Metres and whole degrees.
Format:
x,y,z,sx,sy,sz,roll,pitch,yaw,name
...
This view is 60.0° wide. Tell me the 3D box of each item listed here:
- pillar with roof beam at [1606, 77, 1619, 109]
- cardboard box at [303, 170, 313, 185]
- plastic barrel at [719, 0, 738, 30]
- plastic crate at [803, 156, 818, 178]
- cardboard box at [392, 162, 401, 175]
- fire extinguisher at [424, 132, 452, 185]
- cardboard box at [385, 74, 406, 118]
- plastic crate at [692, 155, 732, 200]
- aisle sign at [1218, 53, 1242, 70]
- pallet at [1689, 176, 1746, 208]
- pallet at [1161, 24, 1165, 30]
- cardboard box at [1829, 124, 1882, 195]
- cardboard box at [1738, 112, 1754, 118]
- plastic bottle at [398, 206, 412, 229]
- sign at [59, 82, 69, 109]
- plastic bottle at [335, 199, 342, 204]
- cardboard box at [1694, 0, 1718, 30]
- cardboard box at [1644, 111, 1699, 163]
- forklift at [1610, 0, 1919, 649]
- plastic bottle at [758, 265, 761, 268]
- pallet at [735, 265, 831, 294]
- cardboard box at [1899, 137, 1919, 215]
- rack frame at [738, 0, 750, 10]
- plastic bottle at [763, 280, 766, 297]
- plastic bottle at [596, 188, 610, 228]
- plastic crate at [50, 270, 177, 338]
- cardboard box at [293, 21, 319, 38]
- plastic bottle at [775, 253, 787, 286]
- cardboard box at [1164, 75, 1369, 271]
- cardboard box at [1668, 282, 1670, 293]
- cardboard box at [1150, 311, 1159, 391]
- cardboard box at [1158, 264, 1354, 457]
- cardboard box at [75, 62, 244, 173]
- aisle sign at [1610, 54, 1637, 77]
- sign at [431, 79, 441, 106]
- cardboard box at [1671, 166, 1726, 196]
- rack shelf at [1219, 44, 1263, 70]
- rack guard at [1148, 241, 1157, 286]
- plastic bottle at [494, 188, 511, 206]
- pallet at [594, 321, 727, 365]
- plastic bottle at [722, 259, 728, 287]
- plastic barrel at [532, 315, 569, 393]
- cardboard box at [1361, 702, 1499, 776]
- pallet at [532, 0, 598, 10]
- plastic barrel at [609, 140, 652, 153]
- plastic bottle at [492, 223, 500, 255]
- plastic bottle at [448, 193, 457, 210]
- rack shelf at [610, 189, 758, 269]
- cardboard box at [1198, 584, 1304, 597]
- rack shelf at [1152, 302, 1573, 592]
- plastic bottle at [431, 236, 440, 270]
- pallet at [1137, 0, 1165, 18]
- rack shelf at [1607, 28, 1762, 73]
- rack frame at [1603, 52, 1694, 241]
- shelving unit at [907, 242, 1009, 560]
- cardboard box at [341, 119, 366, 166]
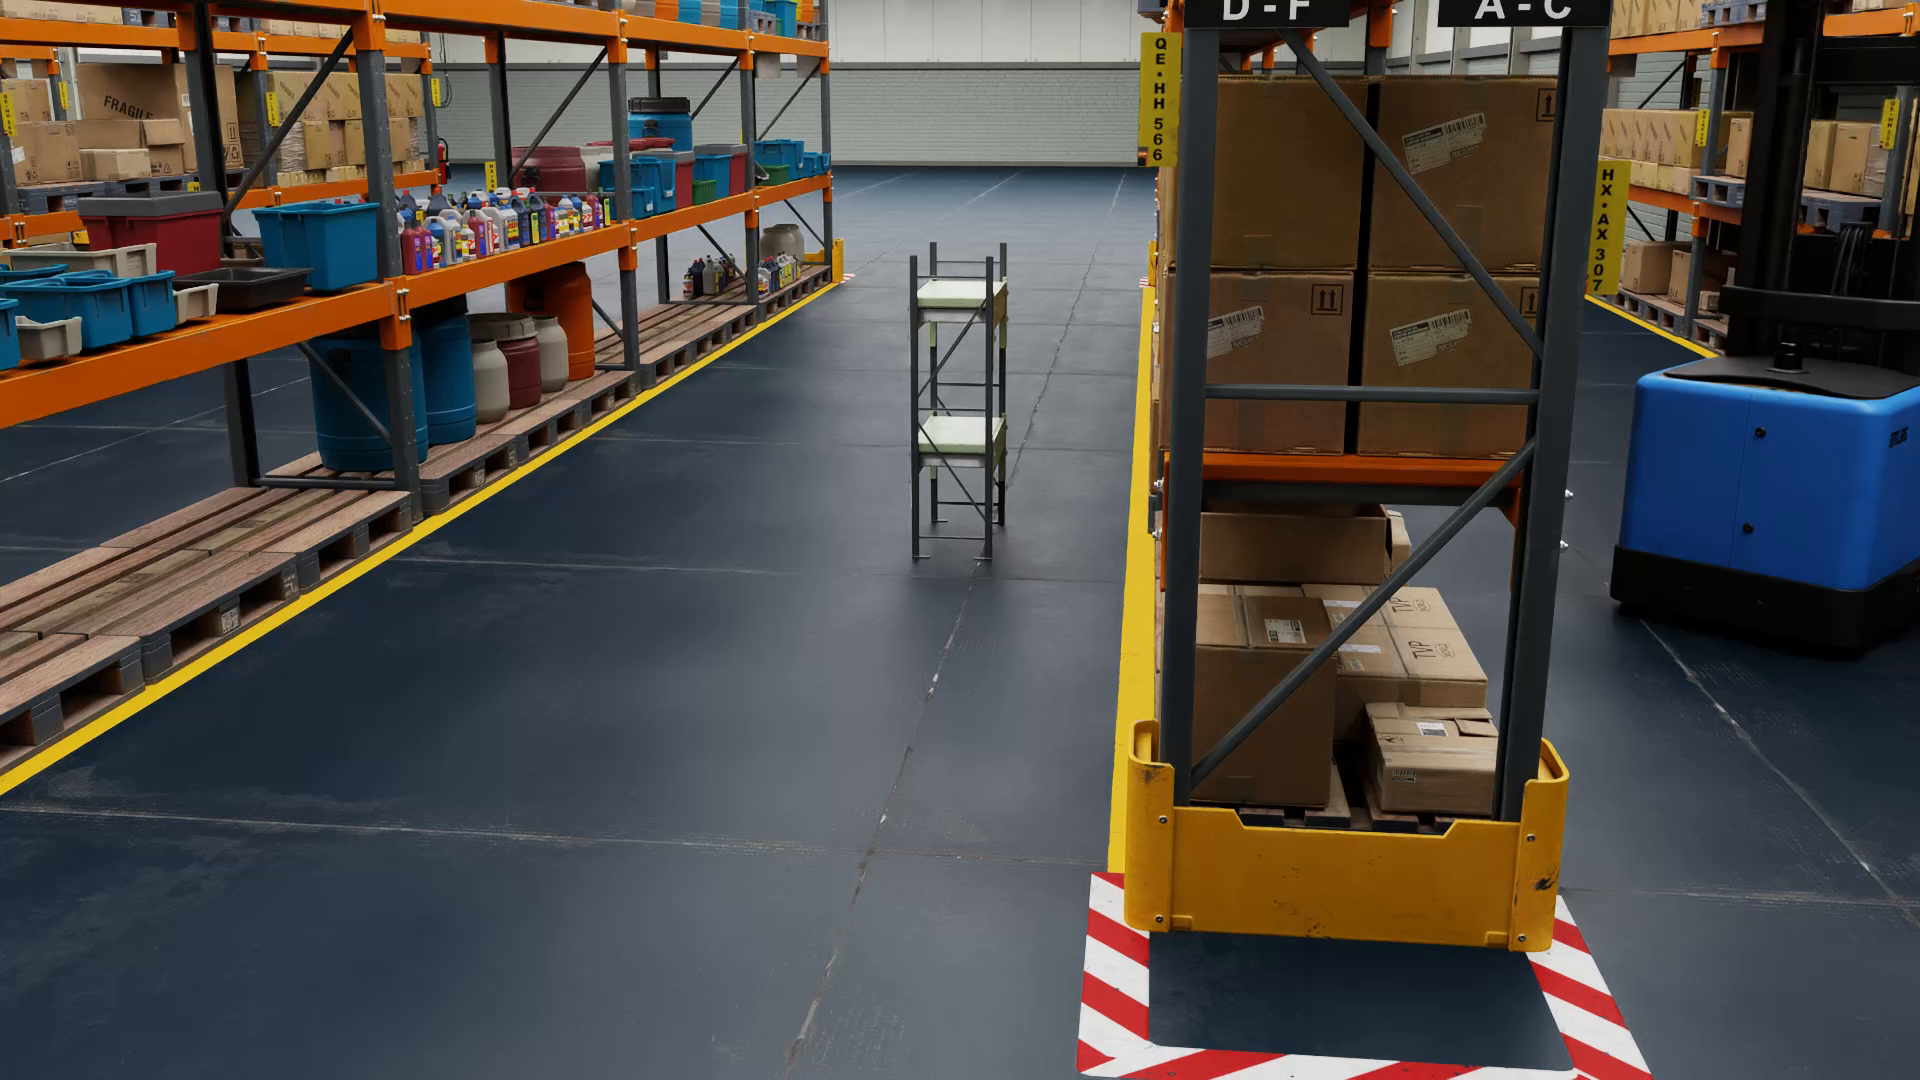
x,y,z,sx,sy,sz,roll,pitch,yaw,name
4.956,-8.744,23.761,9.100,9.000,0.400,2,15,6,pillar with roof beam
-7.075,-3.828,17.555,0.380,0.149,0.250,2,15,6,cardboard box
-2.361,-5.178,15.360,0.600,0.901,0.708,2,15,6,plastic barrel
-1.906,-4.286,19.049,0.499,0.251,0.408,2,15,6,plastic crate
-6.865,-4.413,19.718,0.380,0.149,0.250,2,15,6,cardboard box
-6.518,-4.789,20.774,0.296,0.674,0.183,2,15,6,fire extinguisher
-6.856,-5.205,19.487,0.500,0.500,0.500,2,15,6,cardboard box
-2.334,-3.324,15.238,0.392,0.384,0.575,2,15,6,plastic crate
3.153,-5.781,19.313,0.394,0.787,0.004,2,15,6,aisle sign
7.094,-3.048,14.557,1.003,0.211,1.213,2,15,6,pallet
2.473,-5.107,16.226,1.003,0.211,1.213,2,15,6,pallet
6.953,-2.826,12.333,0.700,0.500,0.500,0,15,1,cardboard box
7.586,-3.750,15.596,0.500,0.500,0.500,1,15,5,cardboard box
-3.433,-1.923,10.275,0.097,0.271,0.097,0,15,0,plastic bottle
-11.368,-5.636,21.087,0.100,0.325,0.005,2,15,6,sign
-3.622,-1.824,9.756,0.144,0.351,0.185,2,15,6,plastic bottle
7.137,-4.980,15.355,0.500,0.500,0.500,2,15,8,cardboard box
7.189,-4.026,16.616,0.500,0.500,0.500,1,15,5,cardboard box
4.310,-1.272,7.751,1.130,2.935,3.031,15,21,43,forklift
-2.119,-2.760,17.508,0.097,0.271,0.097,0,15,0,plastic bottle
-2.126,-3.086,19.672,1.003,0.211,1.213,2,15,6,pallet
6.565,-2.381,10.920,0.500,0.500,0.500,2,15,8,cardboard box
-2.519,-6.523,15.545,1.000,3.000,0.127,2,15,6,rack frame
-2.036,-2.584,16.991,0.097,0.201,0.097,0,15,0,plastic bottle
-2.592,-2.415,12.072,0.061,0.283,0.133,2,15,6,plastic bottle
-3.335,-0.936,6.584,0.416,0.233,0.300,2,15,6,plastic crate
-7.080,-5.395,17.407,0.500,0.250,0.500,2,15,6,cardboard box
-1.946,-2.917,17.934,0.144,0.351,0.185,2,15,6,plastic bottle
0.825,-1.022,4.588,0.500,0.500,0.500,2,15,6,cardboard box
7.525,-2.585,17.095,0.380,0.149,0.250,0,15,2,cardboard box
1.616,-1.339,11.812,0.500,0.500,0.500,2,15,9,cardboard box
0.829,-0.540,4.721,0.500,0.500,0.500,2,15,8,cardboard box
-7.669,-4.063,15.988,1.000,1.000,1.000,2,15,7,cardboard box
7.486,-5.655,18.848,0.394,0.787,0.004,2,15,6,aisle sign
-6.440,-5.500,20.432,0.100,0.325,0.005,2,15,6,sign
7.077,-3.404,15.753,0.500,0.250,0.500,2,15,6,cardboard box
2.628,-5.099,17.406,1.077,0.370,4.000,2,15,6,rack shelf
2.857,-3.317,19.971,1.175,0.500,0.348,2,15,6,rack guard
-3.340,-2.427,12.128,0.152,0.276,0.135,2,15,6,plastic bottle
-2.704,-1.759,14.761,1.003,0.211,1.213,2,15,6,pallet
-2.546,-2.876,17.912,0.061,0.283,0.133,2,15,6,plastic bottle
-2.983,-1.315,11.739,0.421,0.512,0.421,0,15,0,plastic barrel
1.465,0.624,5.191,0.380,0.166,0.250,2,15,6,cardboard box
-3.154,-3.751,11.401,1.003,0.211,1.213,2,15,6,pallet
-2.927,-3.260,14.713,0.433,0.535,0.433,0,15,0,plastic barrel
-2.846,-1.834,10.079,0.097,0.201,0.097,0,15,0,plastic bottle
-3.479,-2.217,11.338,0.061,0.283,0.133,2,15,6,plastic bottle
-2.744,-2.761,14.504,1.077,0.370,4.000,2,15,6,rack shelf
1.002,0.354,6.033,0.500,0.250,0.500,2,15,6,cardboard box
1.274,-0.539,6.287,1.077,0.370,4.000,2,15,6,rack shelf
-2.946,-1.604,9.226,0.097,0.201,0.097,0,15,0,plastic bottle
1.939,-3.978,12.242,1.213,0.211,1.003,2,15,9,pallet
7.551,-4.954,16.869,1.077,0.370,4.000,2,15,6,rack shelf
7.776,-4.372,19.085,1.000,3.000,0.127,2,15,6,rack frame
0.001,-0.726,8.473,0.431,1.500,0.755,2,15,6,shelving unit
-7.183,-4.469,18.682,0.875,0.500,0.500,2,15,6,cardboard box
